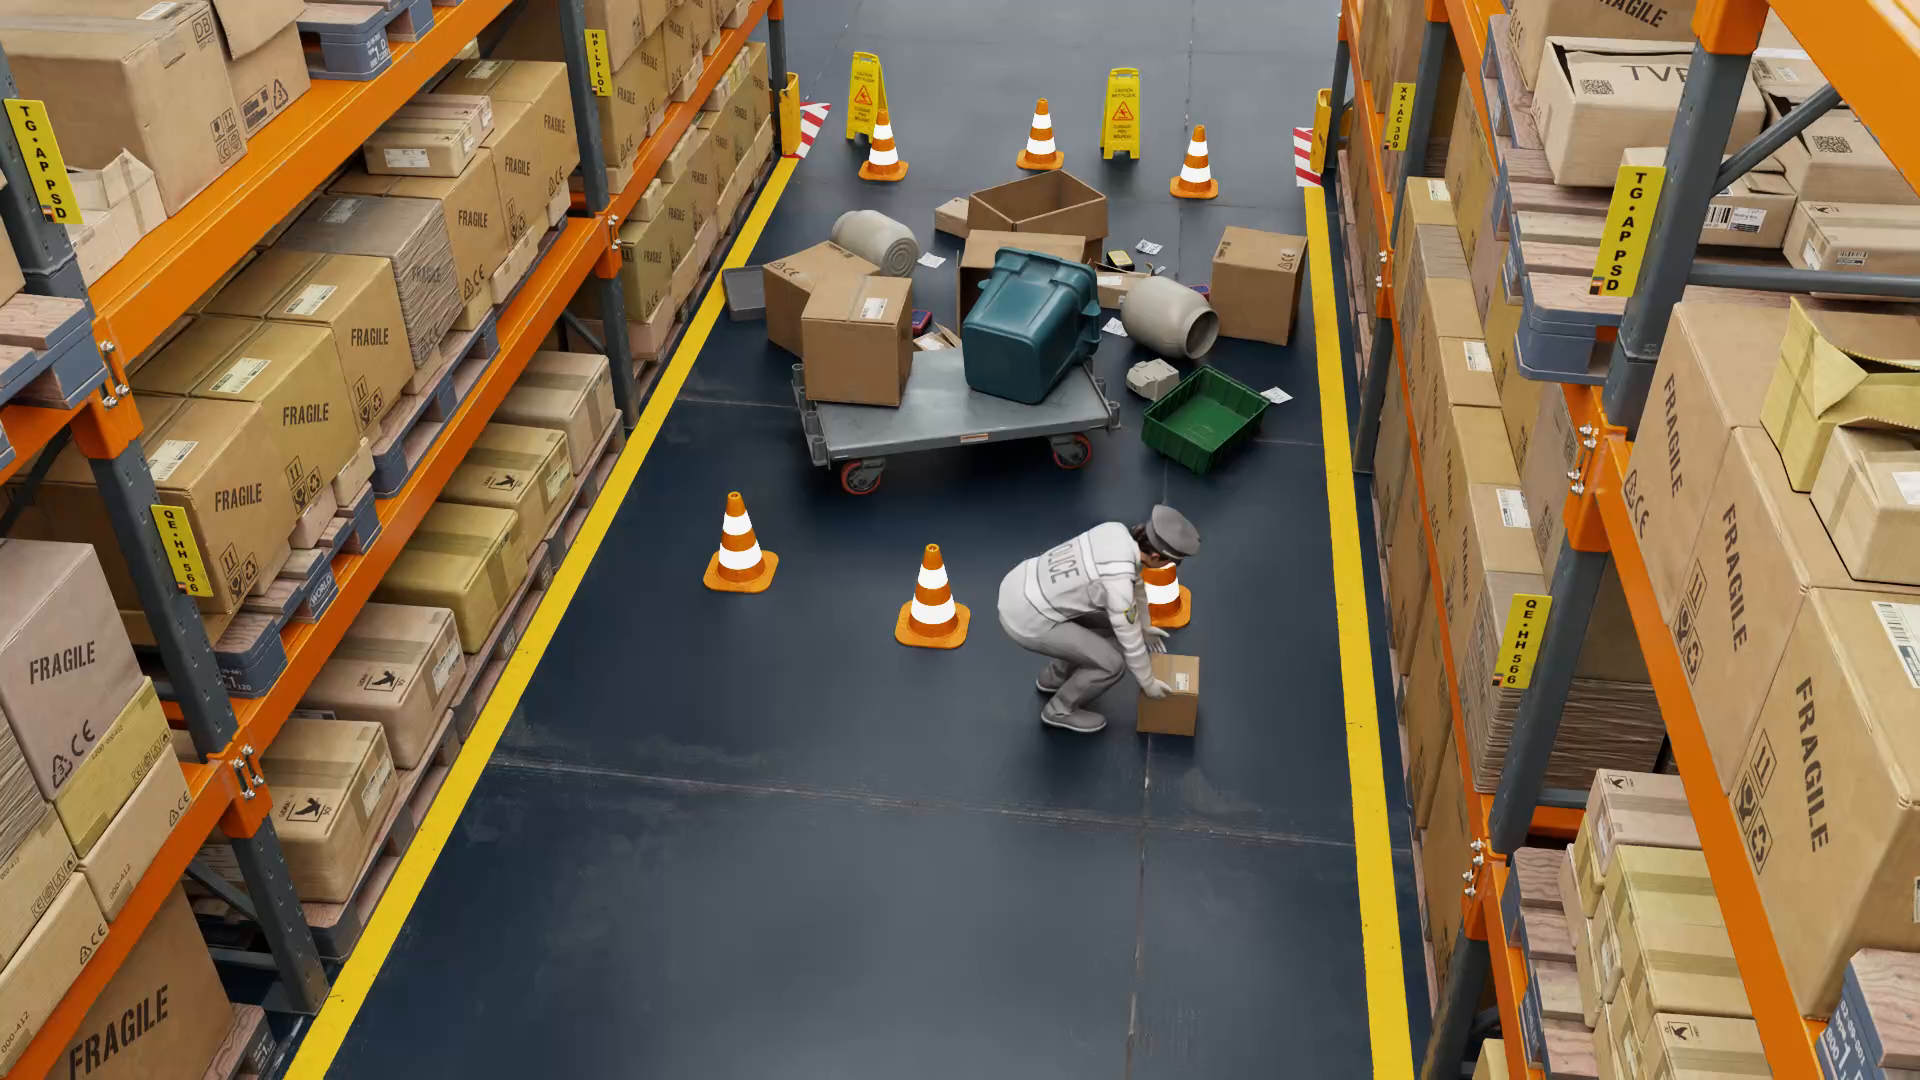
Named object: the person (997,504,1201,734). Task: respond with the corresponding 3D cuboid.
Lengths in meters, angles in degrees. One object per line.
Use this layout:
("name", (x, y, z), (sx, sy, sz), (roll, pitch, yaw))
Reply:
("person", (0.583, 0.309, 7.139), (0.832, 1.052, 0.501), (4, 37, 6))
